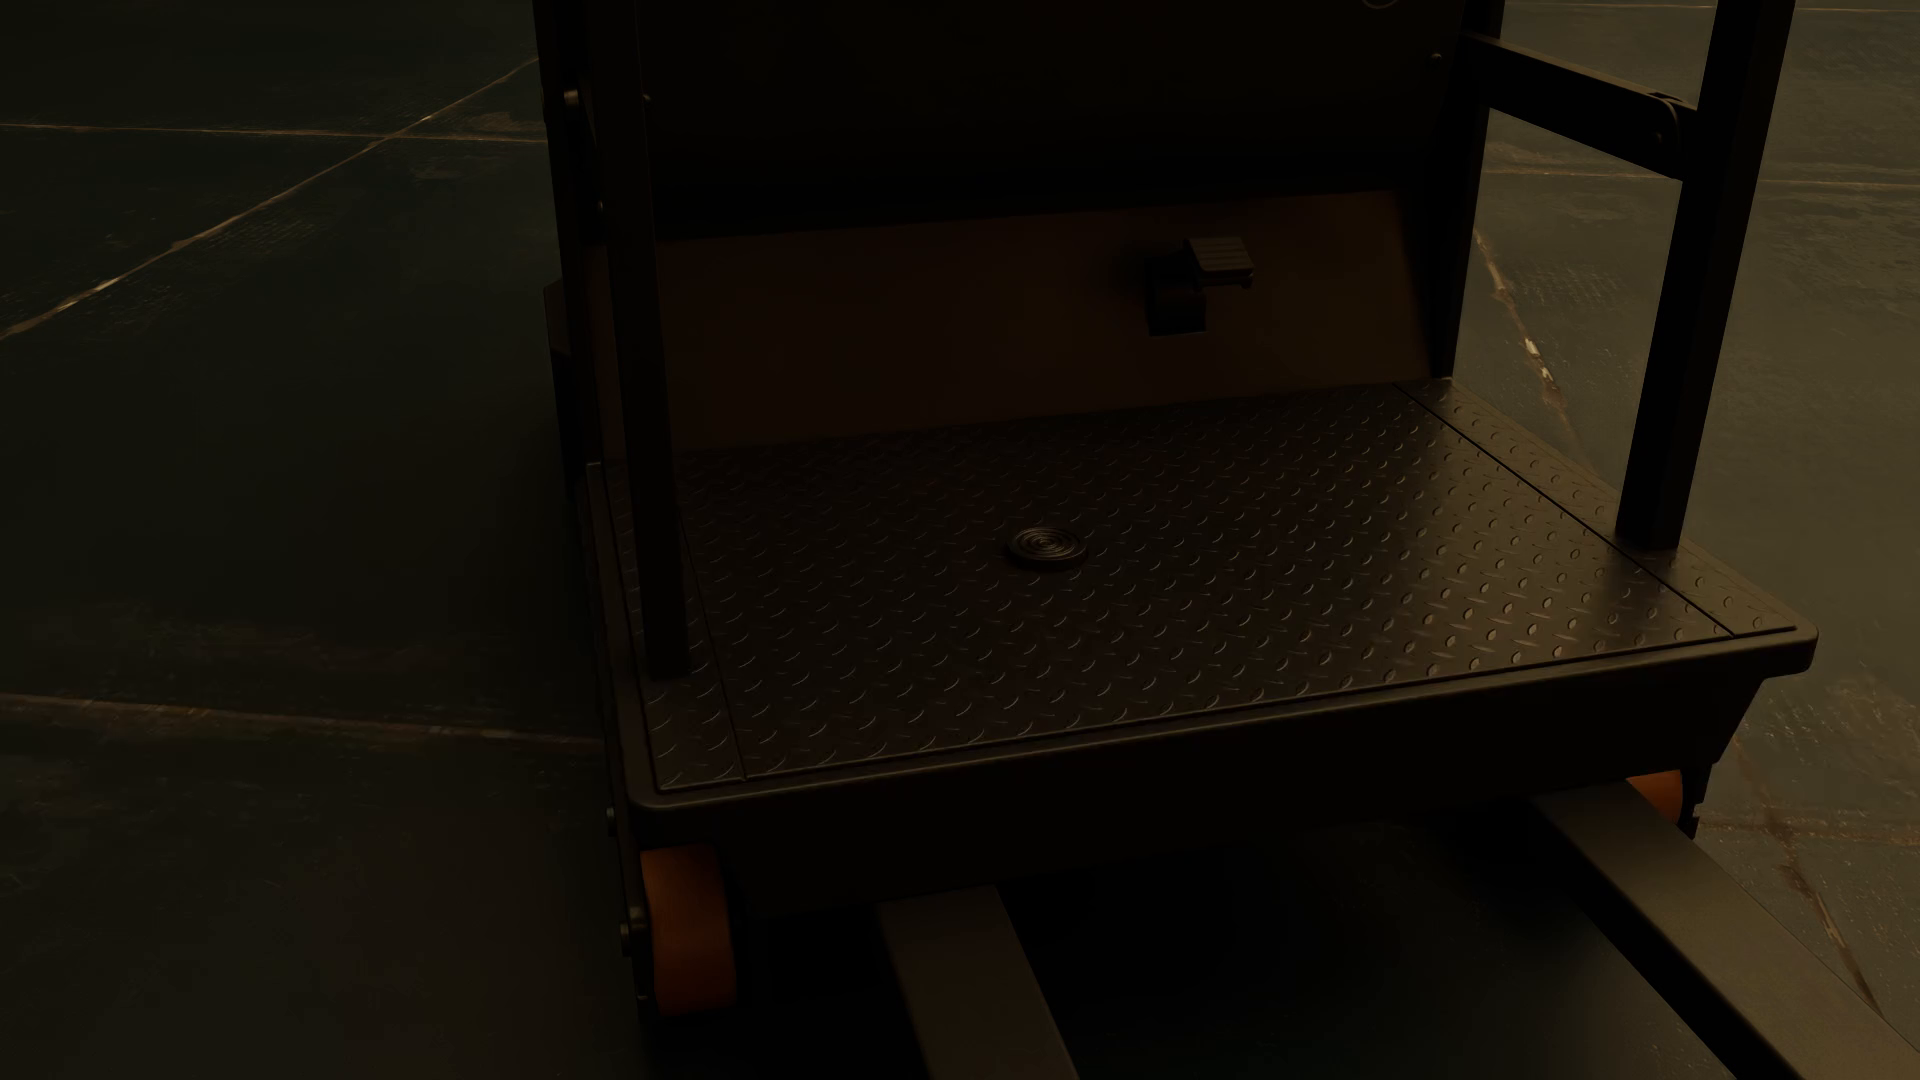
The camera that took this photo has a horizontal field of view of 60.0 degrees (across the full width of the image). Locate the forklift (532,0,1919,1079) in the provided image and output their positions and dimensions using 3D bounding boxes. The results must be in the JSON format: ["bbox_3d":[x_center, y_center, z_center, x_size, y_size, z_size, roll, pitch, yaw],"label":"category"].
[{"bbox_3d":[0.153,-1.049,1.319,1.130,2.935,3.031,-7,27,-13],"label":"forklift"}]
